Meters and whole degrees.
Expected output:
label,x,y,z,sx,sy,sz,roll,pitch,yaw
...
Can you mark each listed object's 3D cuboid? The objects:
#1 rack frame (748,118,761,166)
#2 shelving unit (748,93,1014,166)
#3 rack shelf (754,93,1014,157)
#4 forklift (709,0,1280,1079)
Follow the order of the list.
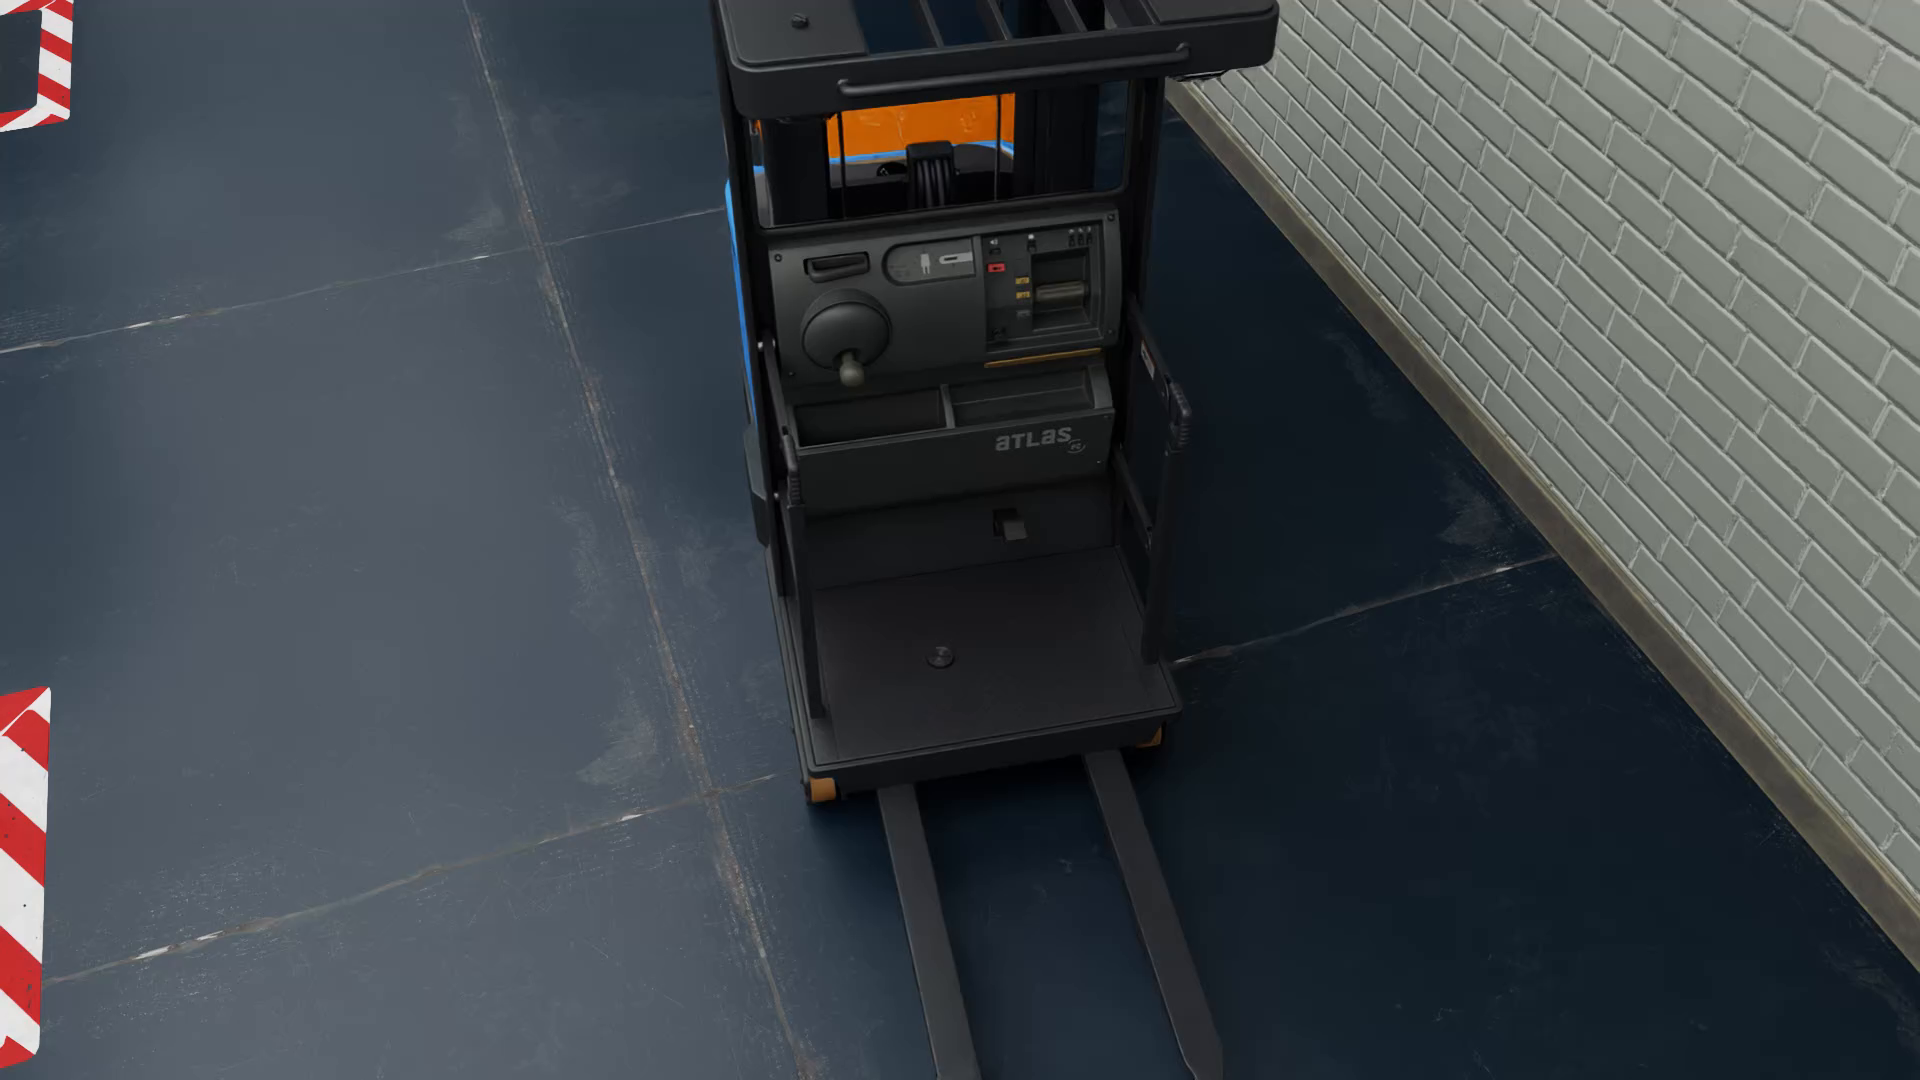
label,x,y,z,sx,sy,sz,roll,pitch,yaw
rack frame,-0.724,-1.119,6.071,0.032,1.125,0.500,-7,45,-7
shelving unit,-0.223,-1.179,6.131,1.048,1.125,0.538,-7,45,-7
rack shelf,-0.223,-1.386,5.924,1.000,0.278,0.538,-7,45,-7
forklift,0.017,-0.547,4.225,1.130,2.935,3.031,-8,46,-8
